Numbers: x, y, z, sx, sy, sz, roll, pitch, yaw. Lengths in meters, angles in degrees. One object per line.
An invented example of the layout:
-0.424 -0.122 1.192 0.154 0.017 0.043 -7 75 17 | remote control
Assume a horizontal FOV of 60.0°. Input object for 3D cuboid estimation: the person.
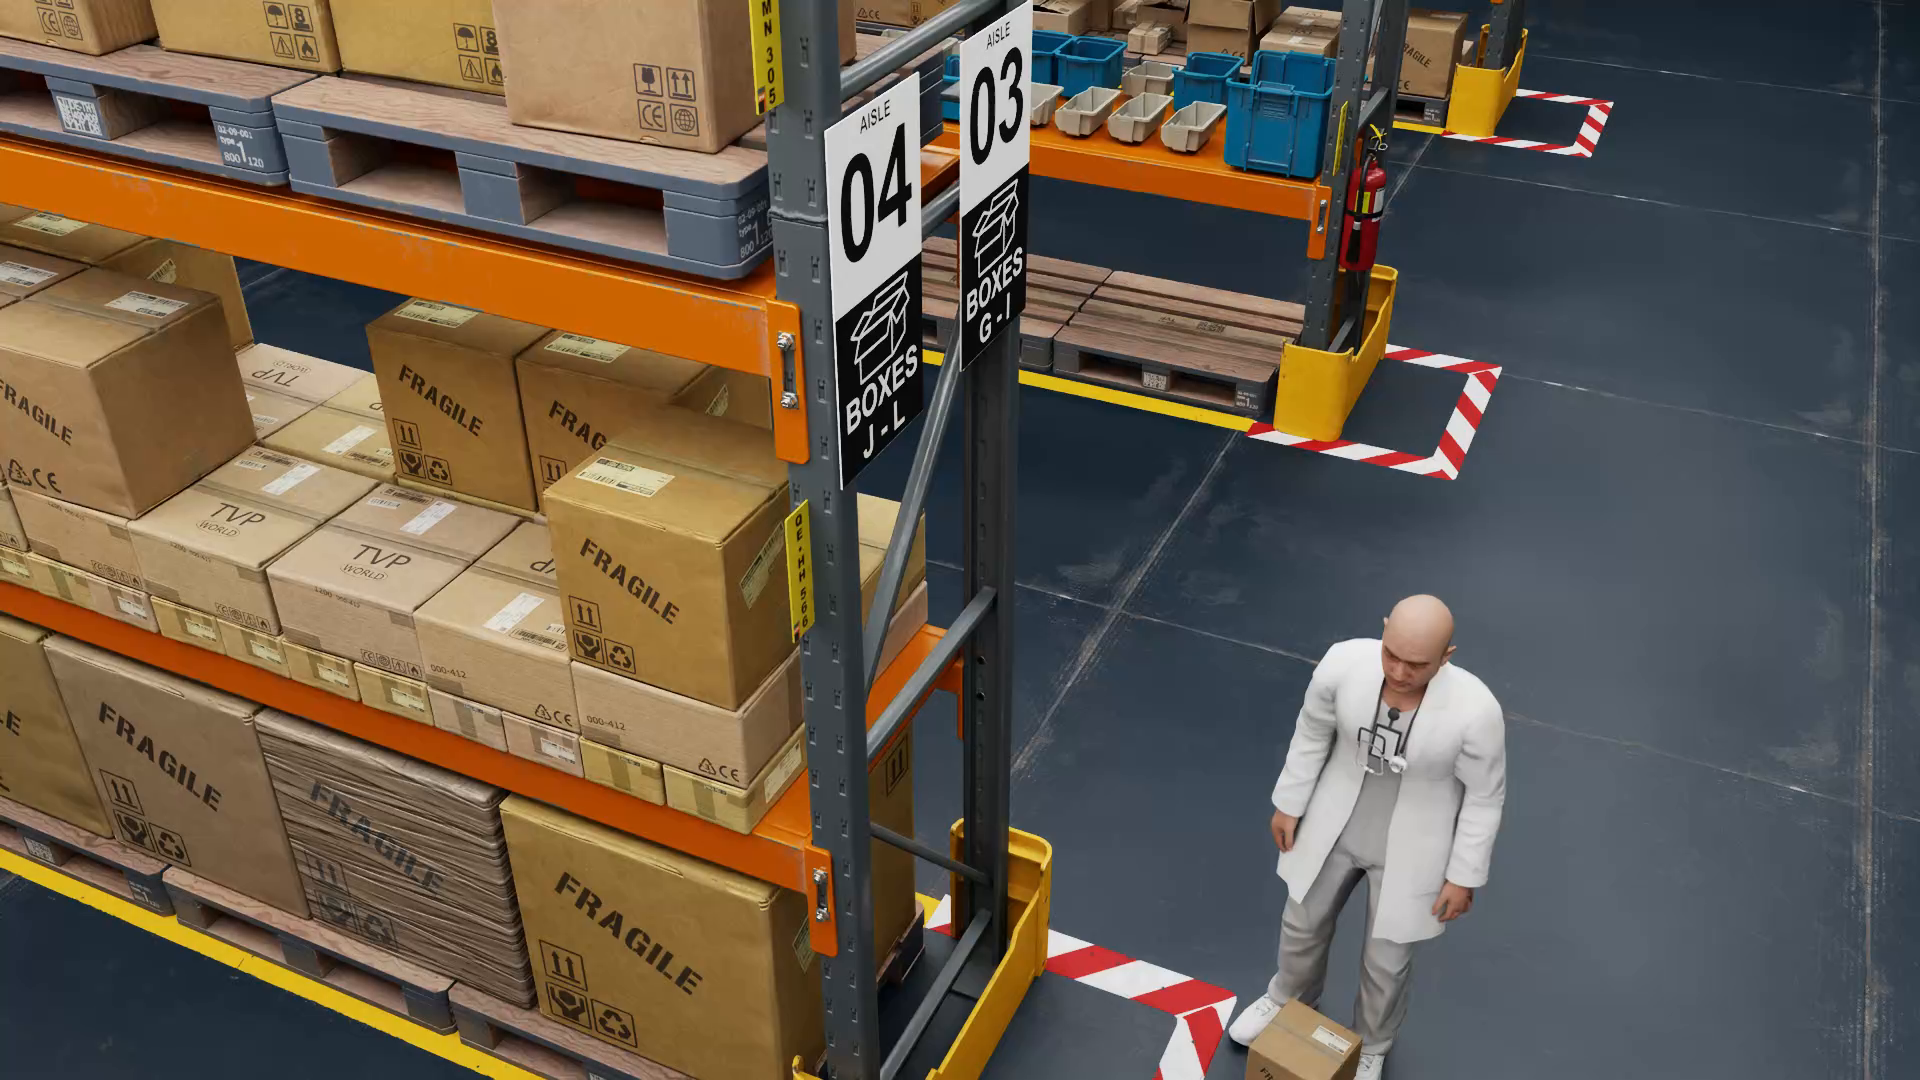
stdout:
1.207 0.875 4.821 0.652 1.773 0.425 21 39 29 | person
